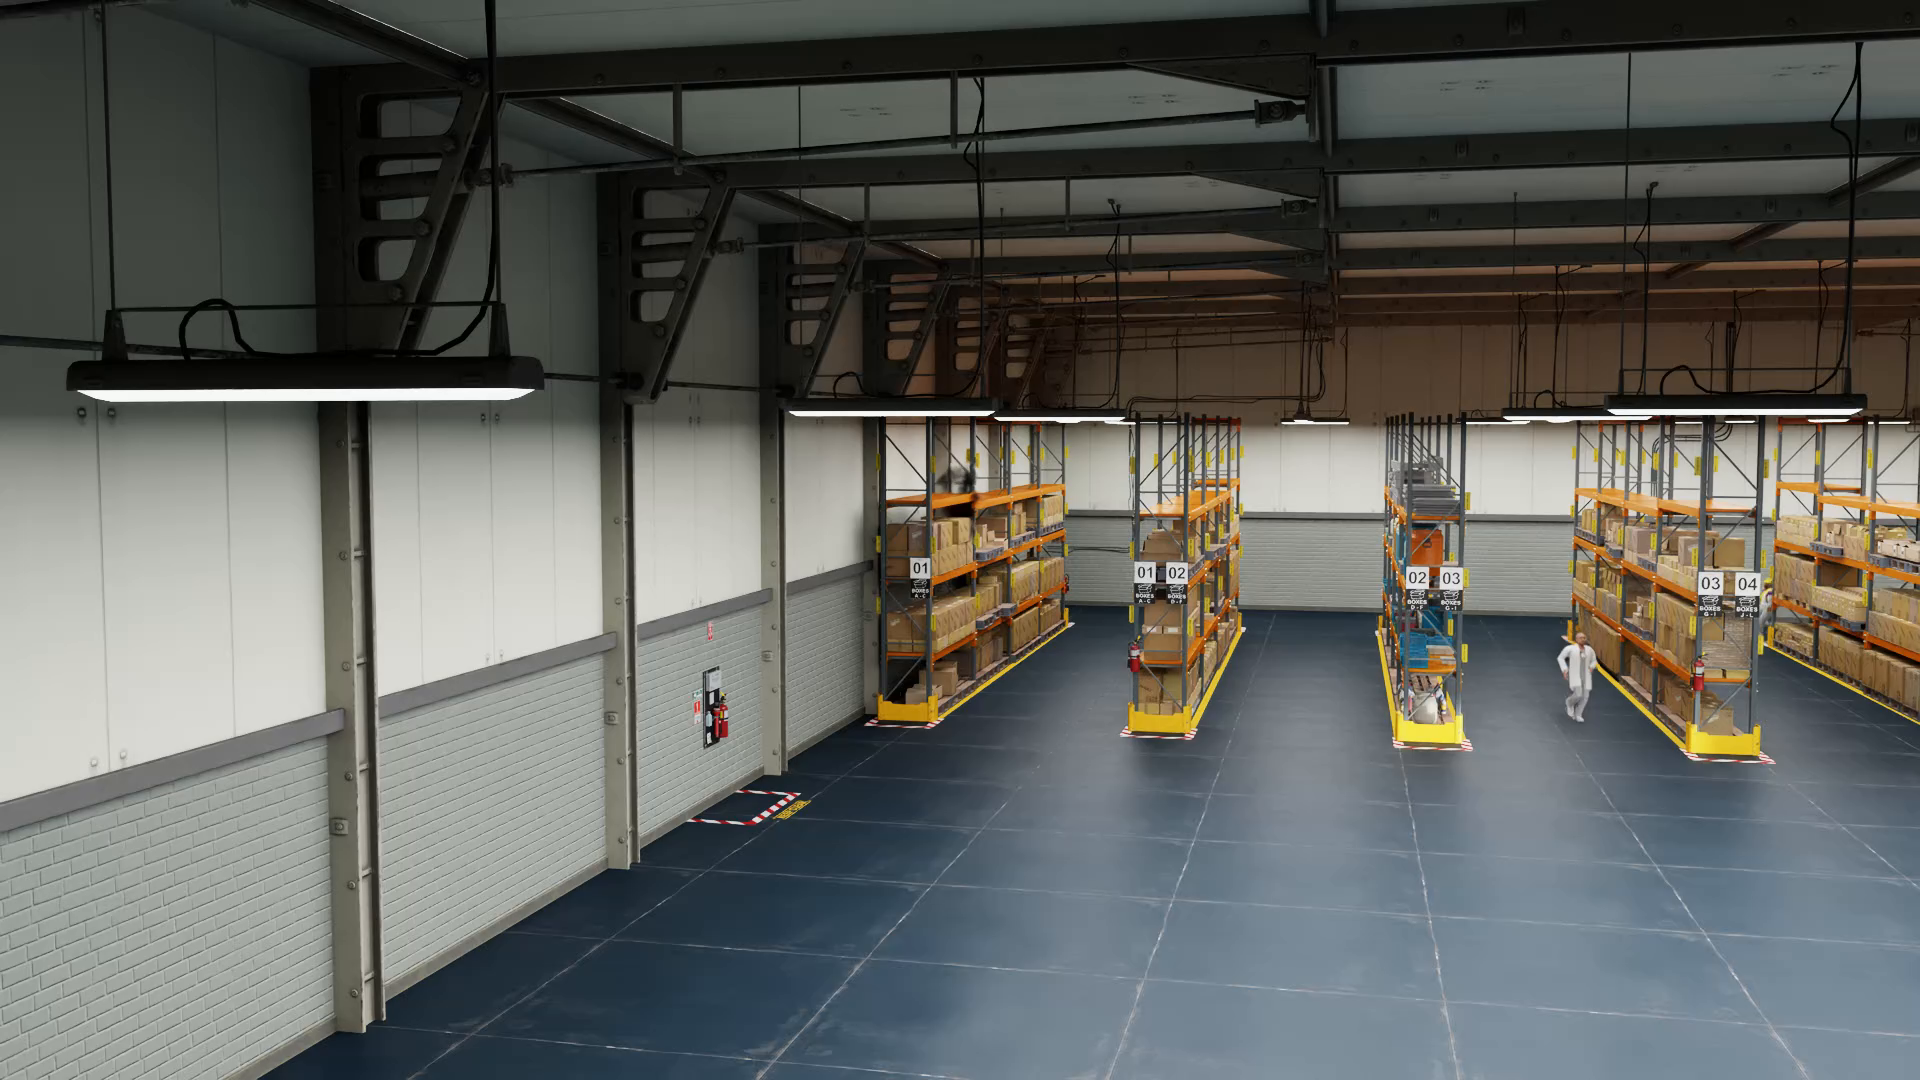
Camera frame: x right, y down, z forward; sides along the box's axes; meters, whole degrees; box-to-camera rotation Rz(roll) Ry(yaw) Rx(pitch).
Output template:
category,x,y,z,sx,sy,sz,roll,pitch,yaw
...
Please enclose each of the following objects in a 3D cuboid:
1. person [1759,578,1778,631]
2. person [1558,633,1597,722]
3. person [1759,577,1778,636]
category,x,y,z,sx,sy,sz,roll,pitch,yaw
person,21.677,1.832,44.946,0.961,1.688,0.846,2,5,32
person,12.047,2.670,32.304,0.704,1.732,0.628,0,4,-1
person,21.744,1.842,44.732,0.725,1.716,0.699,-1,4,-10
